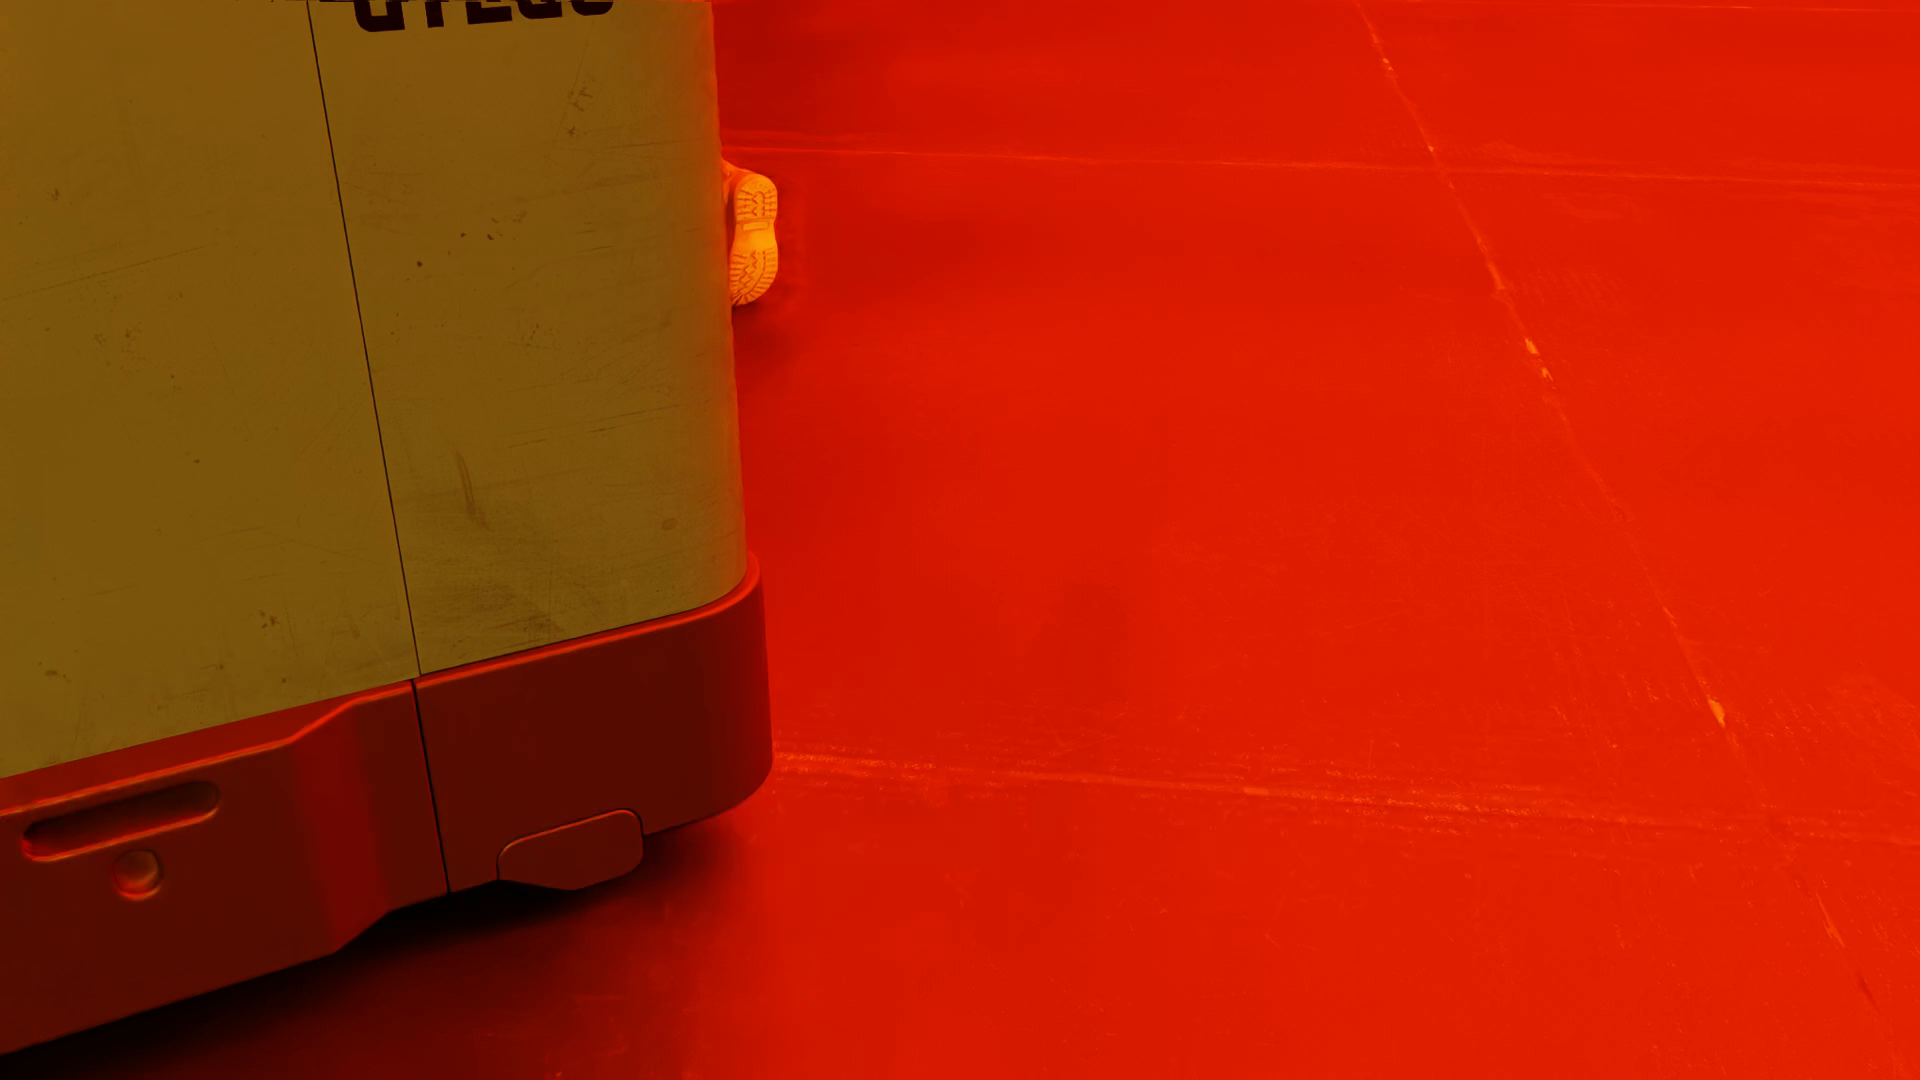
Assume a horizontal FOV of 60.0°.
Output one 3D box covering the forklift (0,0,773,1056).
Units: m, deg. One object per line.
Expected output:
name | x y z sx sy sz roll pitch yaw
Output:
forklift | -1.751 -0.863 0.946 3.031 2.935 1.130 -14 30 -25

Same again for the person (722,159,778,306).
person | -0.673 -1.104 3.107 0.609 1.465 0.757 -1 27 -3
